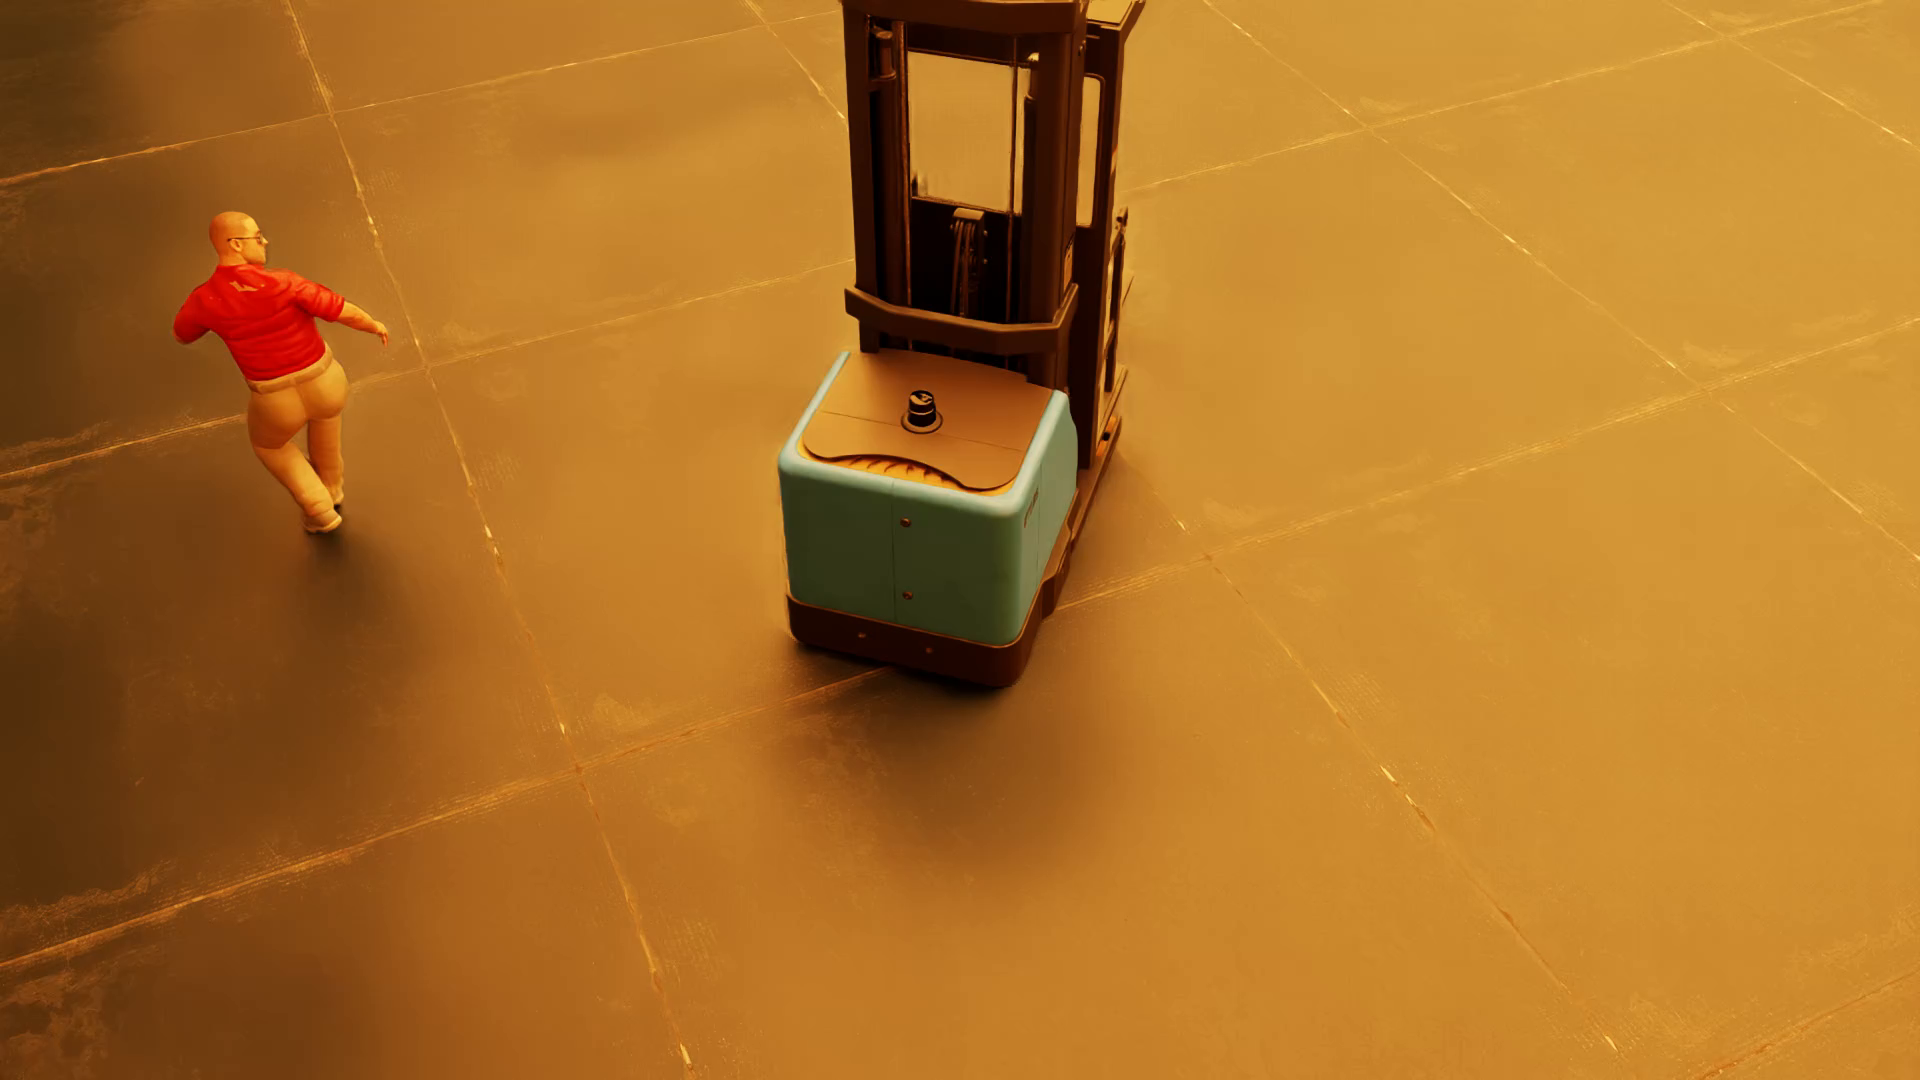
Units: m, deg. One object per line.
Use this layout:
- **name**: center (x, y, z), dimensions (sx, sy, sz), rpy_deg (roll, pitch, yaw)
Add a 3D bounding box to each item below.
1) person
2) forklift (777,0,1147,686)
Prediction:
- **person**: center (-3.014, -0.801, 7.509), dimensions (0.862, 1.613, 0.829), rpy_deg (-18, 46, -18)
- **forklift**: center (0.175, -1.472, 7.257), dimensions (1.130, 2.935, 3.031), rpy_deg (12, 44, 12)
